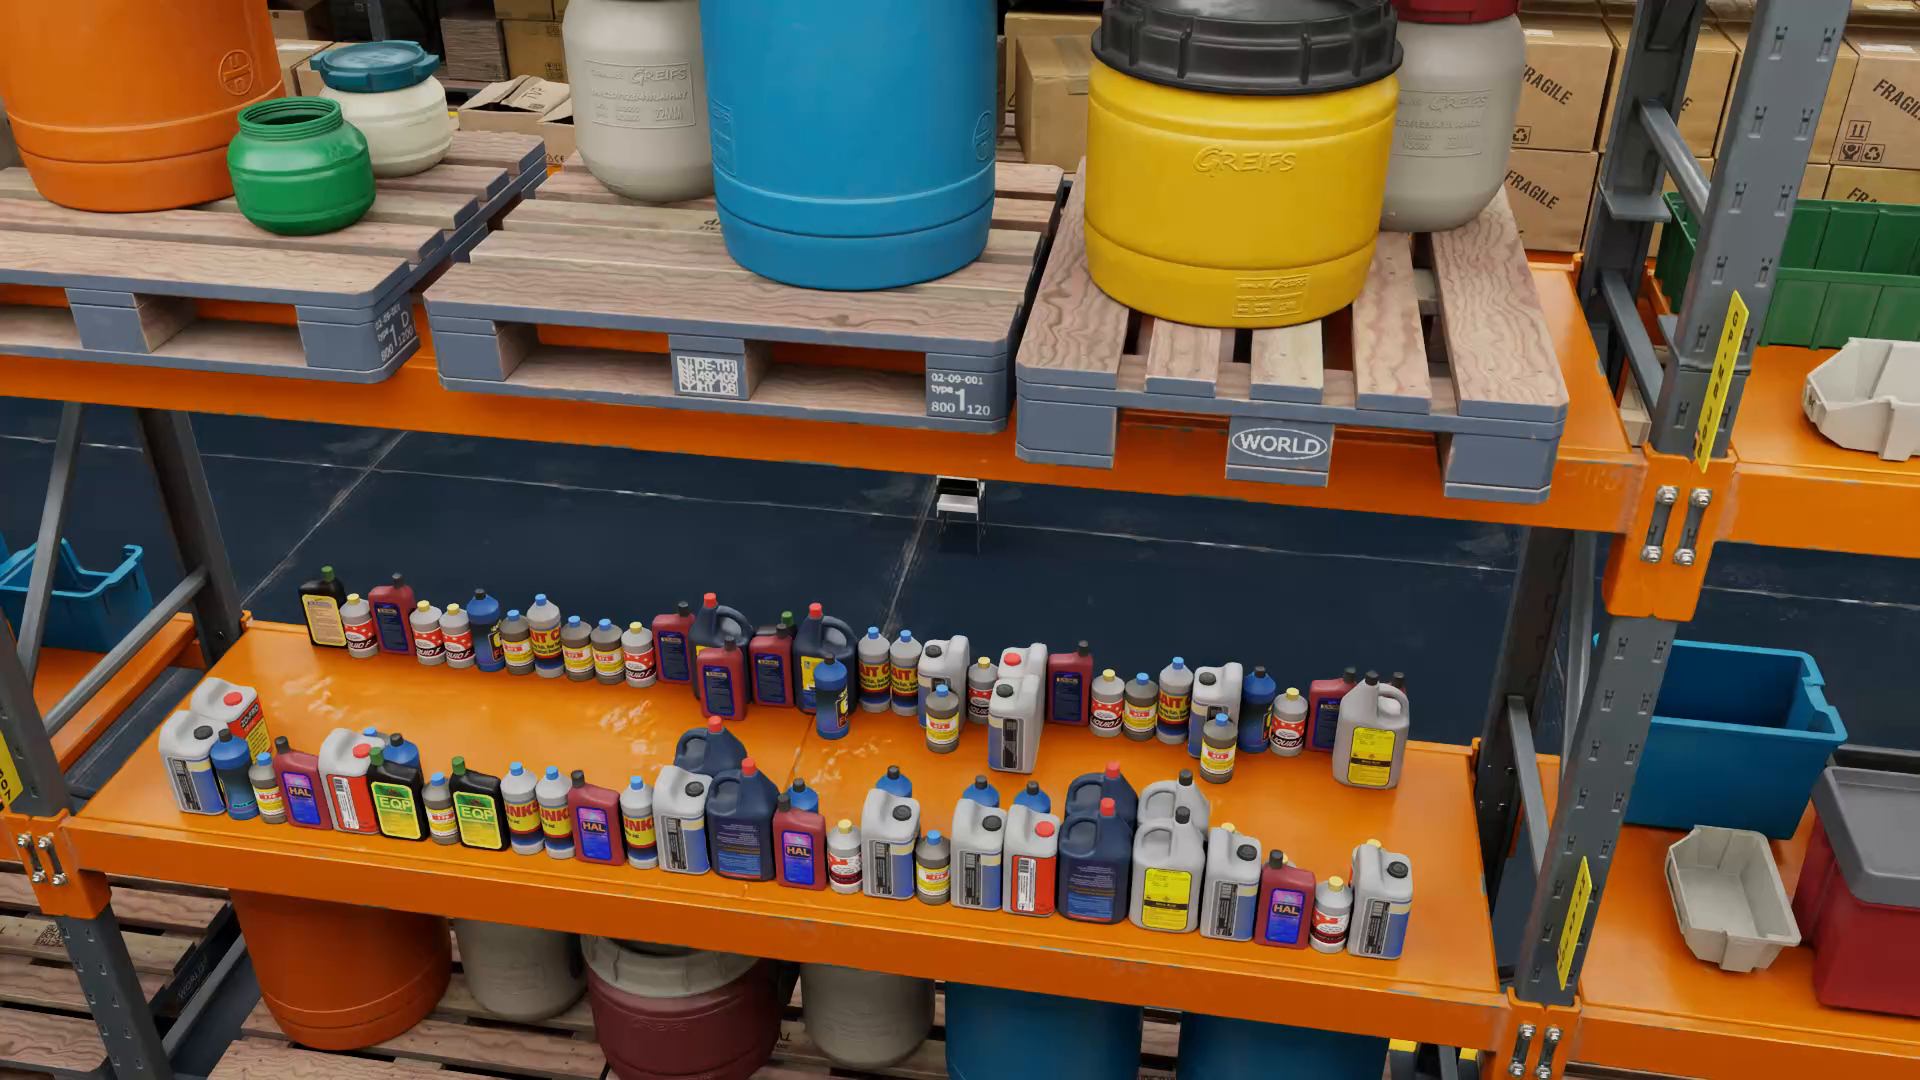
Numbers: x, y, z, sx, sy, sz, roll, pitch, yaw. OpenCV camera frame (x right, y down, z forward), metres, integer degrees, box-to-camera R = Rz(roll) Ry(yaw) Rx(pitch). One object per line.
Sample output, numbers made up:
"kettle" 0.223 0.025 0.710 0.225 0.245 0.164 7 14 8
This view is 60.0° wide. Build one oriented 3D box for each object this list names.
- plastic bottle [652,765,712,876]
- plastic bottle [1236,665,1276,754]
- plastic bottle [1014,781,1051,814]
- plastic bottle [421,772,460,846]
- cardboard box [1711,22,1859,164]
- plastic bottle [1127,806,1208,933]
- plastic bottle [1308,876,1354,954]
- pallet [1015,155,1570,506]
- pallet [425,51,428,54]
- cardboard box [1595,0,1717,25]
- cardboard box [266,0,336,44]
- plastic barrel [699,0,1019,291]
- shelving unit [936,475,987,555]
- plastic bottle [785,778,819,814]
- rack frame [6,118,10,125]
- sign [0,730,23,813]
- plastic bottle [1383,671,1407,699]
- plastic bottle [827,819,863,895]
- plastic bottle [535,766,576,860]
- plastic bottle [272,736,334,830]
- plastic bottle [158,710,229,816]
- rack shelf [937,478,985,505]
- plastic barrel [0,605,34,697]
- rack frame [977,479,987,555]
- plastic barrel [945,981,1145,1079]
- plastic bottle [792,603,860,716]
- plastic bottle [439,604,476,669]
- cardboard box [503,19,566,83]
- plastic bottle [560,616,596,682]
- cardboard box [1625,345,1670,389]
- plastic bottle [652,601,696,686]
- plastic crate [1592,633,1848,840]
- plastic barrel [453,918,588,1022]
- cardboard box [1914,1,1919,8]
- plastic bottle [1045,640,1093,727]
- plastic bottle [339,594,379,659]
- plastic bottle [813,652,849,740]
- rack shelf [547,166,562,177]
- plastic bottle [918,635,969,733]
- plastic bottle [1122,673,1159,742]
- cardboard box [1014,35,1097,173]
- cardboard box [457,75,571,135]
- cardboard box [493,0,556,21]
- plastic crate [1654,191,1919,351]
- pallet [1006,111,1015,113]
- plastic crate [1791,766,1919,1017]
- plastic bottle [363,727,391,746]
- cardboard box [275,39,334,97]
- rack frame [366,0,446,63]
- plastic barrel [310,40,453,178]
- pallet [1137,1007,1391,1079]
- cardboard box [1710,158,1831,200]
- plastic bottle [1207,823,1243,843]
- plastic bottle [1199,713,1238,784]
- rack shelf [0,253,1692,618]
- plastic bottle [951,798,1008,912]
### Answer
"plastic bottle" -0.719 0.728 4.377 0.135 0.276 0.152 5 32 8
"plastic bottle" 0.851 0.478 4.781 0.097 0.271 0.097 0 32 0
"plastic bottle" 0.188 0.745 4.355 0.097 0.271 0.097 0 32 0
"plastic bottle" -1.388 0.713 4.470 0.097 0.201 0.097 0 32 0
"cardboard box" 3.755 -2.075 7.701 0.500 0.500 0.500 4 32 7
"plastic bottle" 0.524 0.811 4.174 0.185 0.351 0.144 5 32 8
"plastic bottle" 0.923 0.923 4.136 0.097 0.201 0.097 0 32 0
"pallet" 0.696 -0.510 3.588 1.003 0.211 1.213 5 32 8
"pallet" -5.402 -4.054 14.528 1.213 0.211 1.003 5 32 8
"cardboard box" 3.370 -2.402 8.223 0.500 0.500 0.500 5 32 7
"cardboard box" -5.764 -4.394 14.383 0.500 0.500 0.500 3 32 5
"plastic barrel" -0.223 -1.034 3.379 0.708 0.901 0.600 5 32 8
"shelving unit" 0.008 -0.381 8.010 0.210 0.900 0.258 5 32 8
"plastic bottle" -0.416 0.739 4.364 0.097 0.271 0.097 0 32 0
"rack frame" -2.458 -2.199 3.282 0.127 3.000 1.000 5 32 8
"sign" -2.543 0.563 4.370 0.005 0.325 0.100 5 32 8
"plastic bottle" 1.195 0.494 4.743 0.133 0.283 0.061 5 32 8
"plastic bottle" -0.295 0.812 4.312 0.097 0.201 0.097 0 32 0
"plastic bottle" -1.065 0.713 4.405 0.097 0.271 0.097 0 32 0
"plastic bottle" -1.769 0.654 4.488 0.133 0.283 0.061 5 32 8
"plastic bottle" -2.086 0.604 4.575 0.135 0.276 0.152 5 32 8
"rack shelf" 0.008 -0.276 8.076 0.200 0.077 0.258 5 32 8
"plastic barrel" -2.966 0.403 4.651 0.708 0.536 0.600 5 32 8
"rack frame" 0.108 -0.372 7.996 0.006 0.900 0.240 5 32 8
"plastic barrel" 0.254 1.291 4.942 0.708 0.901 0.600 5 32 8
"plastic bottle" -0.397 0.344 4.920 0.185 0.351 0.144 5 32 8
"plastic bottle" -1.553 0.290 5.147 0.097 0.201 0.097 0 32 0
"cardboard box" -3.488 -4.245 14.146 0.500 0.500 0.700 5 32 7
"plastic bottle" -1.169 0.325 5.091 0.097 0.201 0.097 0 32 0
"cardboard box" 3.671 -0.967 9.087 0.500 0.311 0.500 5 32 8
"plastic bottle" -0.861 0.308 5.041 0.133 0.283 0.061 5 32 8
"plastic crate" 2.003 0.545 4.510 0.575 0.384 0.392 5 32 8
"plastic barrel" -1.401 1.259 5.361 0.421 0.512 0.421 0 32 0
"cardboard box" 4.863 -2.266 8.007 0.500 0.500 0.500 6 32 9
"plastic bottle" 0.320 0.415 4.870 0.133 0.283 0.061 5 32 8
"plastic bottle" -1.877 0.261 5.194 0.097 0.201 0.097 0 32 0
"plastic bottle" -0.374 0.445 4.834 0.097 0.271 0.097 0 32 0
"rack shelf" -3.592 -2.120 9.488 4.000 0.370 1.077 5 32 8
"plastic bottle" -0.048 0.409 4.886 0.135 0.276 0.152 5 32 8
"plastic bottle" 0.527 0.478 4.846 0.097 0.201 0.097 0 32 0
"cardboard box" 0.570 -2.235 8.504 0.500 0.500 0.700 -3 32 -4
"cardboard box" -2.470 -2.390 9.325 0.500 0.311 0.500 5 32 8
"cardboard box" -3.571 -4.545 13.919 0.500 0.250 0.500 5 32 7
"plastic crate" 1.954 -0.601 3.756 0.662 0.188 0.450 5 32 8
"pallet" -0.027 -3.546 13.716 1.213 0.211 1.003 5 32 8
"plastic crate" 2.323 0.859 3.934 0.583 0.464 0.402 5 32 8
"plastic bottle" -1.627 0.610 4.636 0.097 0.201 0.097 0 32 0
"cardboard box" -3.796 -2.477 9.286 0.500 0.500 0.500 5 32 8
"rack frame" -4.734 -5.195 13.722 0.127 3.000 1.000 5 32 8
"plastic barrel" -1.376 -1.028 3.973 0.301 0.262 0.301 0 32 0
"pallet" 0.732 1.792 5.188 1.213 0.211 1.003 5 32 8
"cardboard box" 3.777 -1.654 7.971 0.500 0.500 0.500 5 32 8
"plastic bottle" 0.685 0.819 4.301 0.097 0.201 0.097 0 32 0
"plastic bottle" 0.730 0.578 4.686 0.097 0.201 0.097 0 32 0
"rack shelf" -0.486 -0.444 3.984 4.000 0.370 1.077 5 32 8
"plastic bottle" 0.052 0.797 4.266 0.135 0.276 0.152 5 32 8
